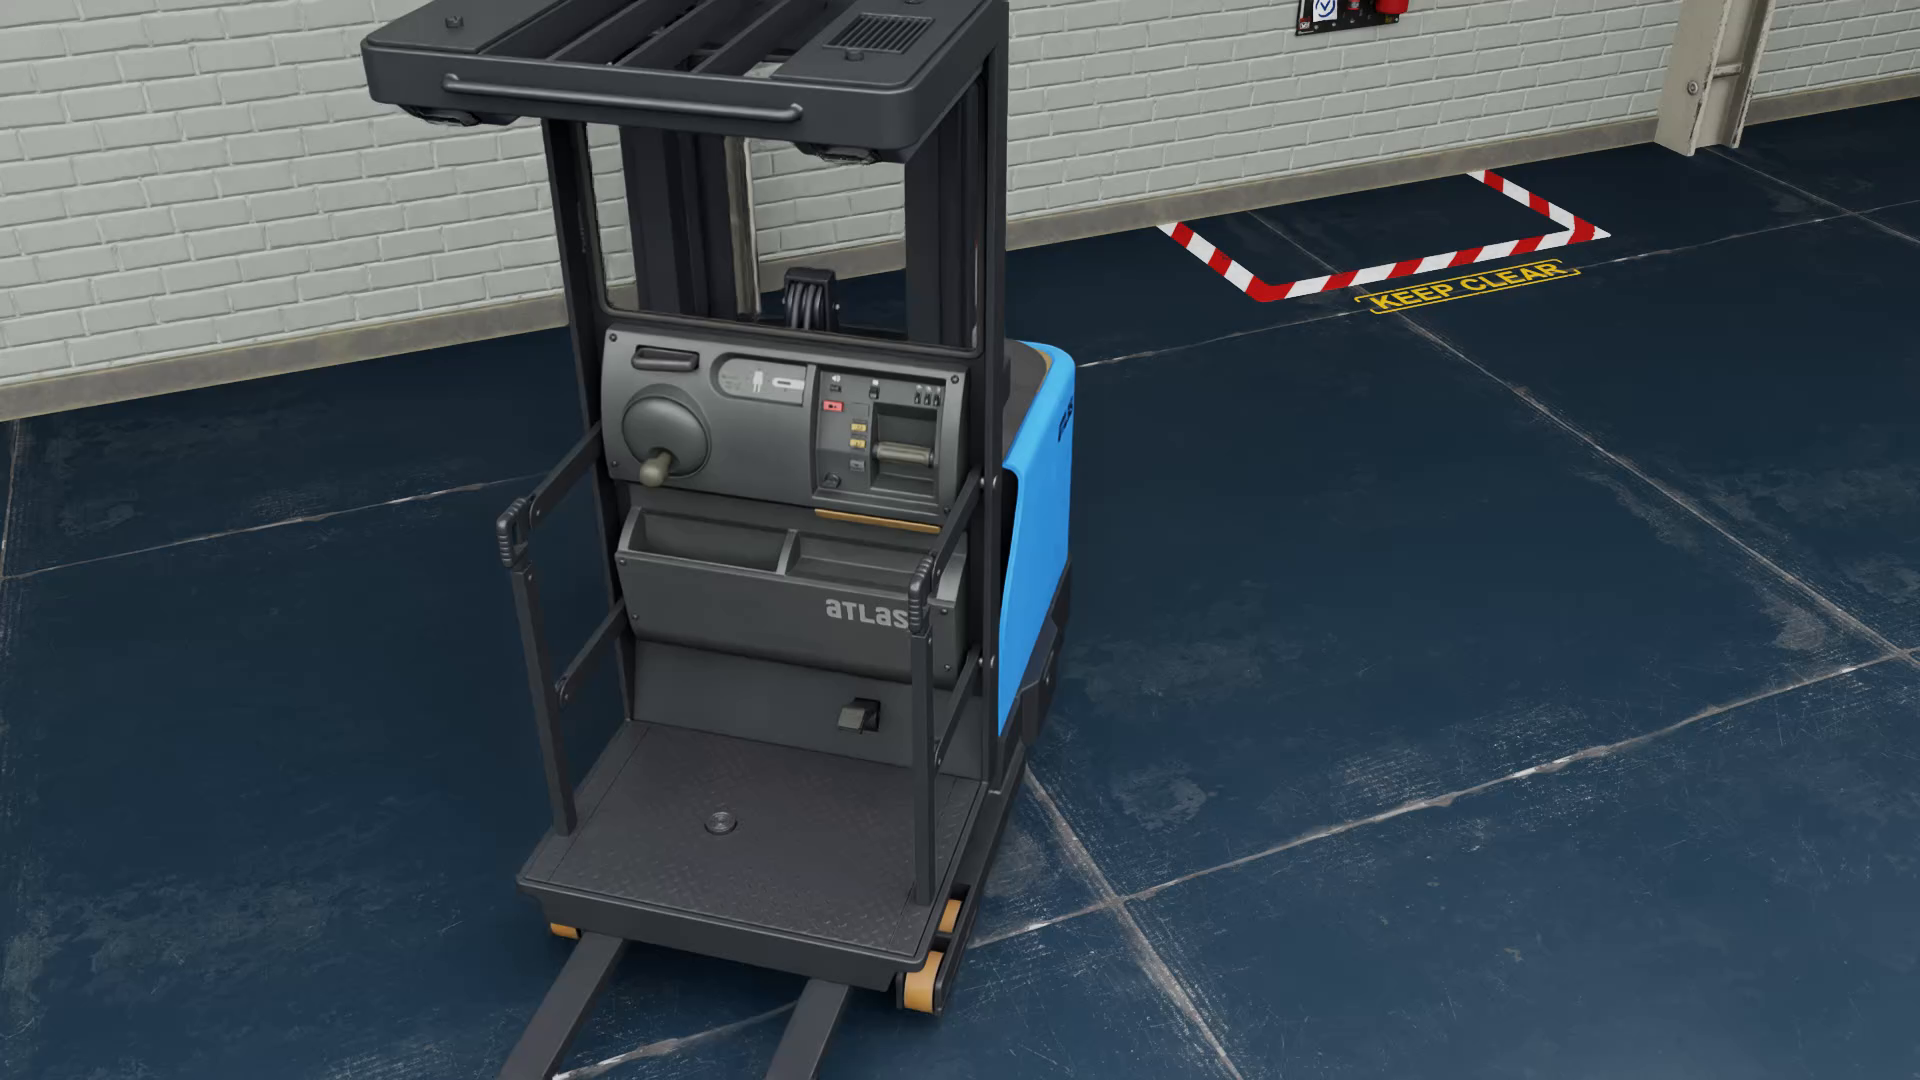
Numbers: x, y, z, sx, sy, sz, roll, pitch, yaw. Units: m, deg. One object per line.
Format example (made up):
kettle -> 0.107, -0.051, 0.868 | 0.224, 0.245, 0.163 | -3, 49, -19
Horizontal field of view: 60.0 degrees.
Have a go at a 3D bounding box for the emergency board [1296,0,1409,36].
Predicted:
emergency board -> 2.064, -3.109, 8.278 | 0.643, 1.169, 0.194 | -13, 35, -19

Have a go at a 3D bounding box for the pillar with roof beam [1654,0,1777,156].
pillar with roof beam -> 6.024, -3.961, 4.087 | 0.400, 9.000, 9.100 | -13, 35, -19

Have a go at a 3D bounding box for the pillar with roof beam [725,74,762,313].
pillar with roof beam -> 0.492, -2.695, 2.140 | 0.400, 9.000, 9.100 | -13, 35, -19

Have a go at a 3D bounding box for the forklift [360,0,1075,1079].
forklift -> -0.497, -0.230, 3.916 | 1.130, 2.935, 3.031 | 8, 34, 12

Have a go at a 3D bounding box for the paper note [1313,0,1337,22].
paper note -> 1.874, -2.737, 8.514 | 0.142, 0.148, 0.016 | -13, 35, -19
